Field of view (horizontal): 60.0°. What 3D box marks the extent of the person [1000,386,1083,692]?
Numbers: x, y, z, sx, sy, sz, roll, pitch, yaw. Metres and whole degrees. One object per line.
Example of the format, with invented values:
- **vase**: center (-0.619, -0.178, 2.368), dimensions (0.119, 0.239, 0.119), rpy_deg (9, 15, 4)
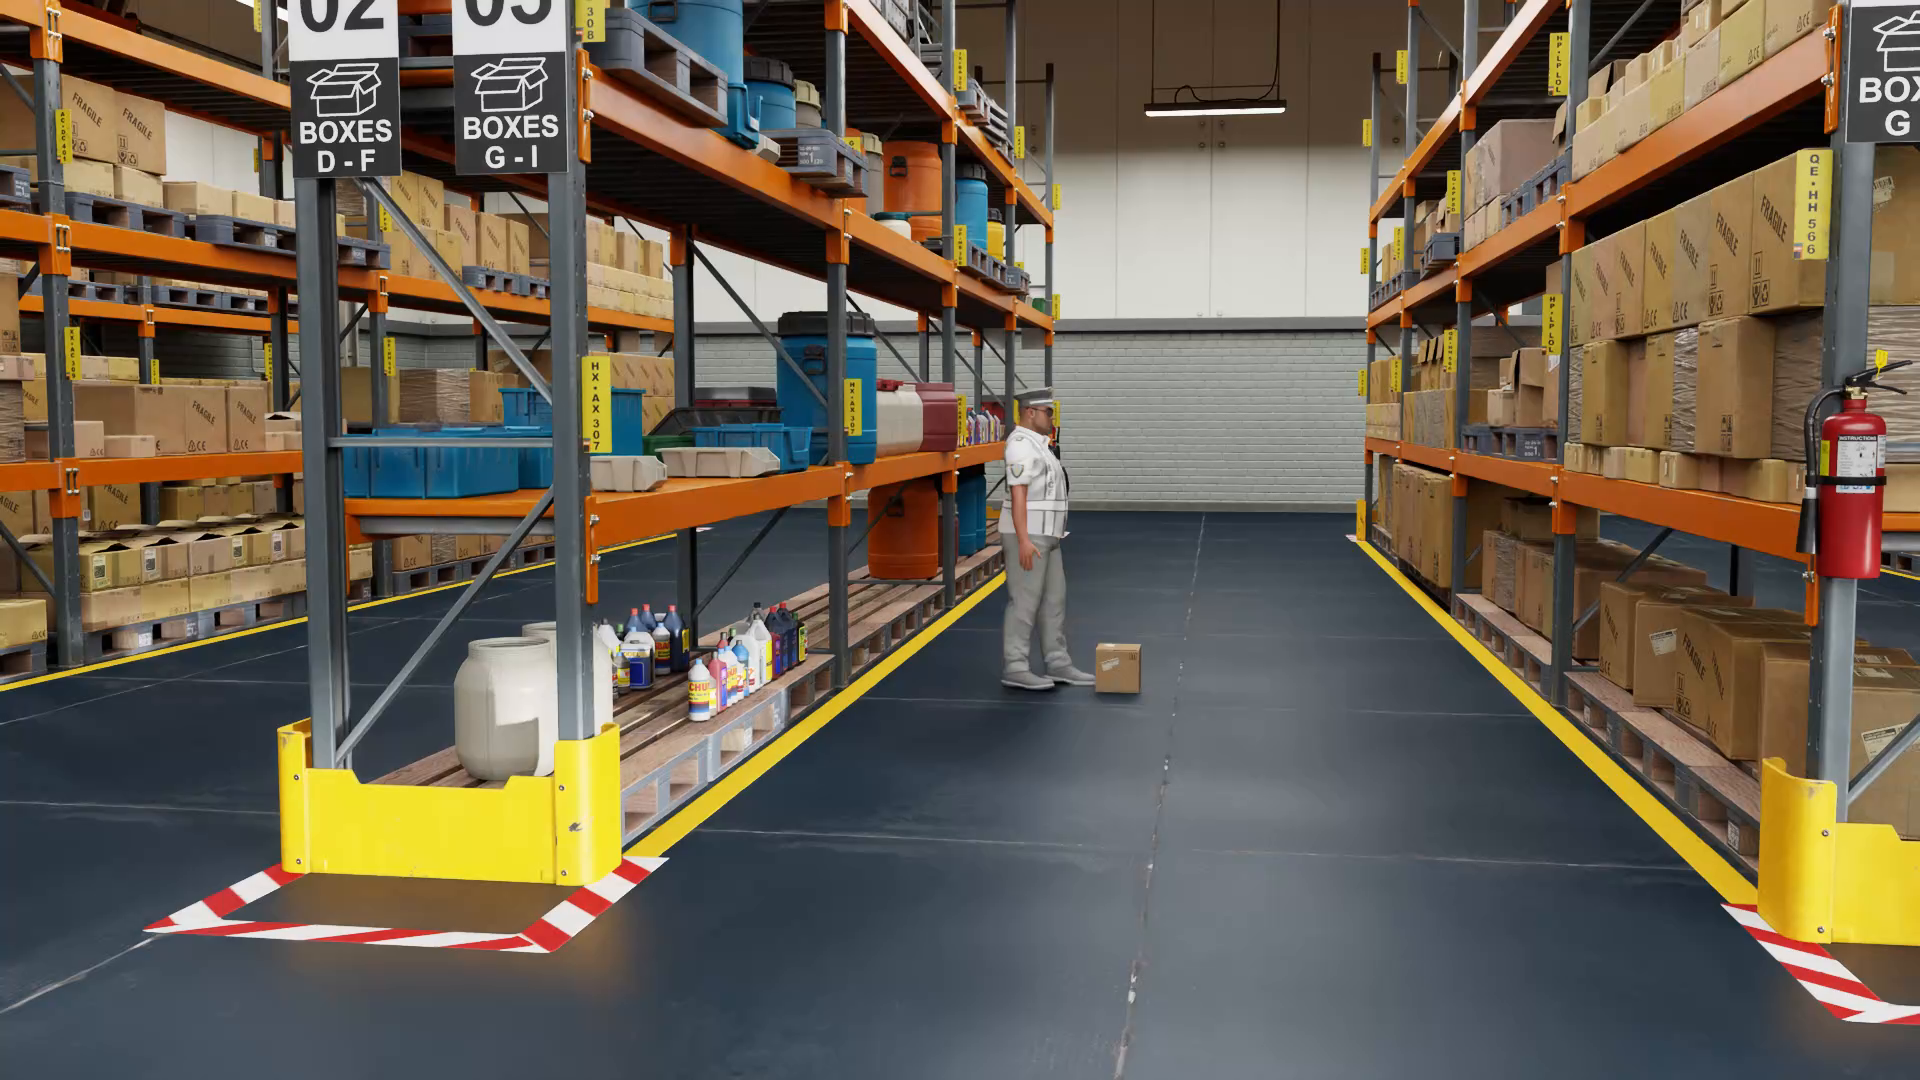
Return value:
- **person**: center (0.473, -0.013, 9.700), dimensions (0.473, 1.761, 0.544), rpy_deg (1, 4, 9)
